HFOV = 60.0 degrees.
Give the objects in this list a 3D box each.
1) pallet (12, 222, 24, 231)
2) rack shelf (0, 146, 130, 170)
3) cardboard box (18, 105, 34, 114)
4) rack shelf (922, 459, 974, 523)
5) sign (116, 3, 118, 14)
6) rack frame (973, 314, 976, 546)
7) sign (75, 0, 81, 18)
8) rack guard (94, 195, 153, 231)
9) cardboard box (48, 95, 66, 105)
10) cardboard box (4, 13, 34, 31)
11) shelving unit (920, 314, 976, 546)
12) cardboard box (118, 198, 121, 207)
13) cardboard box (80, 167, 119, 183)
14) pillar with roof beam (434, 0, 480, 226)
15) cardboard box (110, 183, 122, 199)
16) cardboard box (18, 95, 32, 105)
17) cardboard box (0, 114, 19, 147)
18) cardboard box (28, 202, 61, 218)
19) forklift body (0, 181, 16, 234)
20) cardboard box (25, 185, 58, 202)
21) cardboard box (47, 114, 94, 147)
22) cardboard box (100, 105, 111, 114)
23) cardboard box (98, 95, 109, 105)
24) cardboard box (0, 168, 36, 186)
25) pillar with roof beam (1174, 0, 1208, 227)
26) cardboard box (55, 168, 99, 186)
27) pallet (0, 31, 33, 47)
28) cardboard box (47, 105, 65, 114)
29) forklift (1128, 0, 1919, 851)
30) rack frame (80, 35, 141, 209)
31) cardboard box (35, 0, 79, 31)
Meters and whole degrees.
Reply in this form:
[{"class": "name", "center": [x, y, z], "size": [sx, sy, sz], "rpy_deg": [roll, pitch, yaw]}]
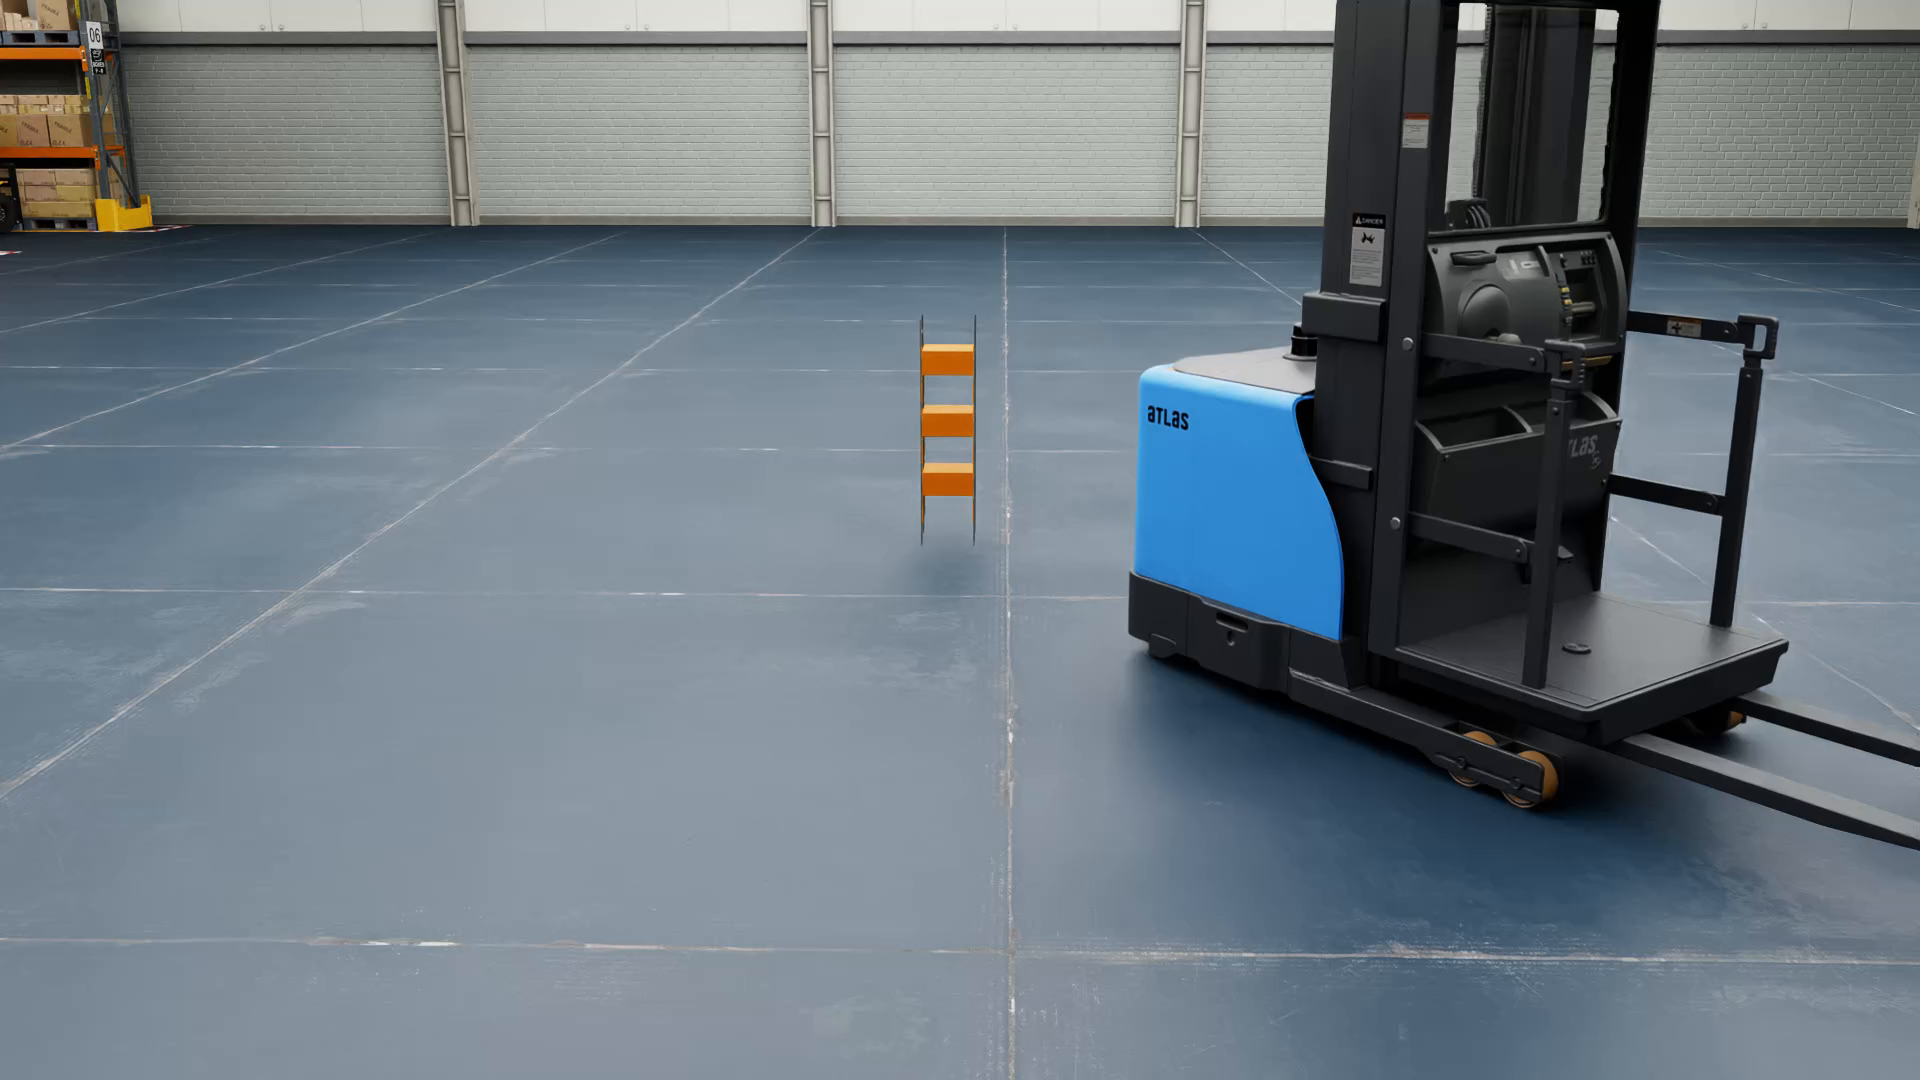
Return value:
[{"class": "pallet", "center": [-15.558, -5.168, 27.014], "size": [1.213, 0.211, 1.003], "rpy_deg": [0, 15, 1]}, {"class": "rack shelf", "center": [-15.576, -6.178, 26.788], "size": [4.000, 0.370, 1.077], "rpy_deg": [0, 15, 1]}, {"class": "cardboard box", "center": [-14.692, -6.822, 26.350], "size": [0.250, 0.149, 0.380], "rpy_deg": [0, 15, 1]}, {"class": "rack shelf", "center": [-0.053, -0.229, 7.781], "size": [0.240, 0.259, 0.215], "rpy_deg": [0, 15, 1]}, {"class": "sign", "center": [-13.556, -8.566, 26.679], "size": [0.005, 0.325, 0.100], "rpy_deg": [0, 15, 1]}, {"class": "rack frame", "center": [0.068, -0.507, 7.704], "size": [0.008, 1.050, 0.200], "rpy_deg": [0, 15, 1]}, {"class": "sign", "center": [-13.604, -8.215, 25.638], "size": [0.005, 0.325, 0.100], "rpy_deg": [0, 15, 1]}, {"class": "rack guard", "center": [-13.552, -5.305, 26.966], "size": [0.348, 0.500, 1.175], "rpy_deg": [0, 15, 1]}, {"class": "cardboard box", "center": [-14.187, -6.961, 26.295], "size": [0.250, 0.149, 0.380], "rpy_deg": [0, 15, 2]}, {"class": "cardboard box", "center": [-14.666, -8.080, 25.949], "size": [0.258, 0.266, 0.396], "rpy_deg": [0, 15, 2]}, {"class": "shelving unit", "center": [-0.053, -0.508, 7.707], "size": [0.252, 1.050, 0.215], "rpy_deg": [0, 15, 1]}, {"class": "cardboard box", "center": [-14.062, -5.440, 27.146], "size": [0.500, 0.250, 0.500], "rpy_deg": [0, 15, 2]}, {"class": "cardboard box", "center": [-14.052, -5.922, 27.012], "size": [0.500, 0.250, 0.500], "rpy_deg": [0, 15, 1]}, {"class": "pillar with roof beam", "center": [-8.361, -8.511, 22.461], "size": [0.400, 9.000, 9.100], "rpy_deg": [0, 15, 1]}, {"class": "cardboard box", "center": [-14.041, -5.685, 27.093], "size": [0.500, 0.250, 0.500], "rpy_deg": [1, 15, 2]}, {"class": "cardboard box", "center": [-14.696, -6.977, 26.353], "size": [0.250, 0.149, 0.380], "rpy_deg": [0, 15, 2]}, {"class": "cardboard box", "center": [-15.106, -6.507, 26.427], "size": [0.500, 0.500, 0.500], "rpy_deg": [0, 15, 0]}, {"class": "cardboard box", "center": [-14.551, -5.315, 26.672], "size": [0.500, 0.250, 0.500], "rpy_deg": [0, 15, 1]}, {"class": "forklift body", "center": [-15.519, -5.650, 25.039], "size": [1.214, 2.155, 2.313], "rpy_deg": [0, 15, 1]}, {"class": "cardboard box", "center": [-14.572, -5.558, 26.613], "size": [0.500, 0.250, 0.500], "rpy_deg": [0, 15, 1]}, {"class": "cardboard box", "center": [-14.075, -6.498, 26.393], "size": [0.500, 0.500, 0.500], "rpy_deg": [0, 15, 0]}, {"class": "cardboard box", "center": [-13.909, -6.944, 26.811], "size": [0.250, 0.149, 0.380], "rpy_deg": [0, 15, 0]}, {"class": "cardboard box", "center": [-13.907, -7.076, 26.729], "size": [0.250, 0.149, 0.380], "rpy_deg": [0, 15, 0]}, {"class": "cardboard box", "center": [-15.060, -5.796, 26.537], "size": [0.500, 0.250, 0.500], "rpy_deg": [1, 15, 2]}, {"class": "pillar with roof beam", "center": [3.635, -8.433, 22.165], "size": [0.400, 9.000, 9.100], "rpy_deg": [0, 15, 1]}, {"class": "cardboard box", "center": [-14.045, -5.794, 26.527], "size": [0.500, 0.250, 0.500], "rpy_deg": [1, 15, 3]}, {"class": "pallet", "center": [-15.505, -7.939, 26.346], "size": [1.213, 0.211, 1.003], "rpy_deg": [0, 15, 1]}, {"class": "cardboard box", "center": [-14.186, -6.800, 26.267], "size": [0.250, 0.149, 0.380], "rpy_deg": [1, 15, 2]}, {"class": "forklift", "center": [1.904, -0.773, 5.023], "size": [1.130, 2.935, 3.031], "rpy_deg": [-11, 18, -35]}, {"class": "rack frame", "center": [-13.576, -6.513, 26.647], "size": [0.127, 3.000, 1.000], "rpy_deg": [0, 15, 1]}, {"class": "cardboard box", "center": [-14.025, -8.204, 25.961], "size": [0.500, 0.500, 0.500], "rpy_deg": [1, 15, 3]}]
